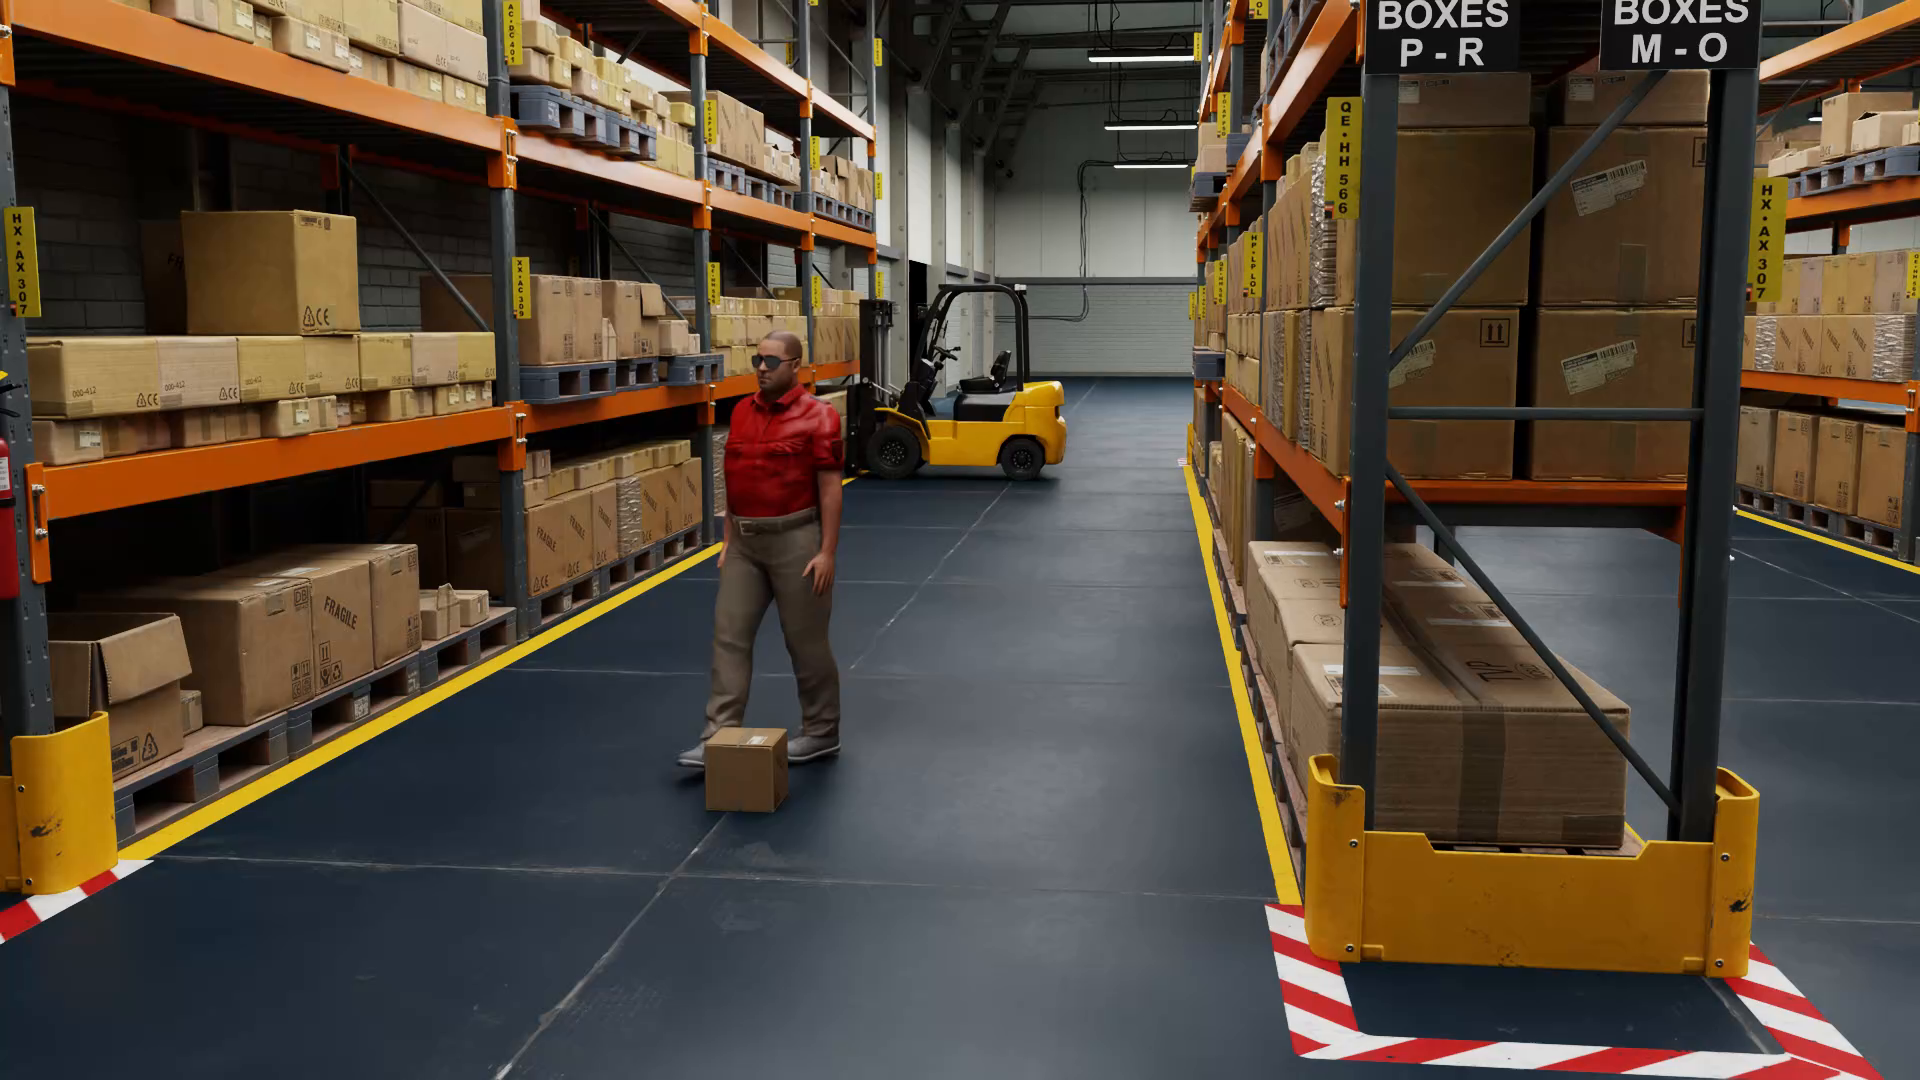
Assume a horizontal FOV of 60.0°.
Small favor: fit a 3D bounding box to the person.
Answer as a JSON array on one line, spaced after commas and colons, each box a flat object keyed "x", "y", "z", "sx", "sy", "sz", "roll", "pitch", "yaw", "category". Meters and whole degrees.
[{"x": -0.779, "y": 0.047, "z": 6.454, "sx": 0.566, "sy": 1.714, "sz": 0.694, "roll": 4, "pitch": 9, "yaw": 28, "category": "person"}]
